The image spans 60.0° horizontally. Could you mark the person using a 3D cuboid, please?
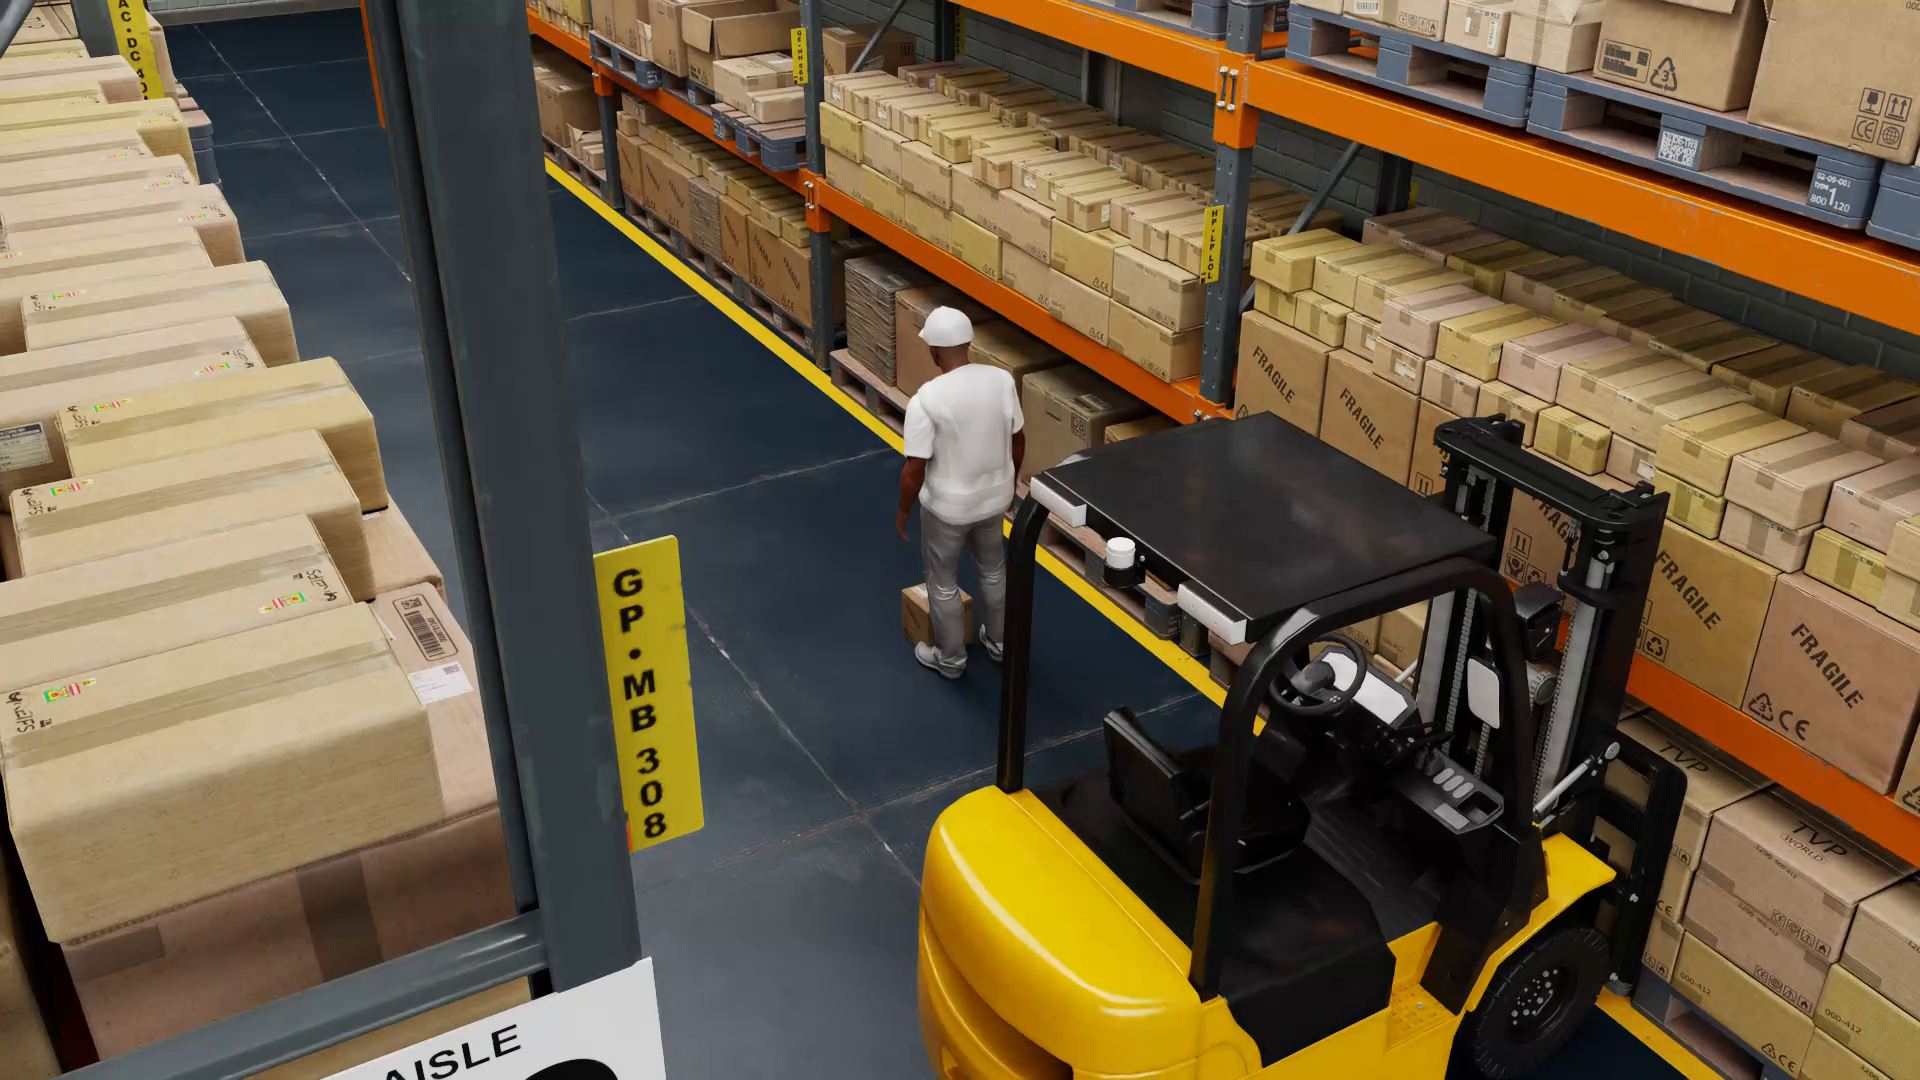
[{"bbox_3d":[0.018,-0.201,7.471,0.627,1.760,0.461,-15,32,-25],"label":"person"}]
